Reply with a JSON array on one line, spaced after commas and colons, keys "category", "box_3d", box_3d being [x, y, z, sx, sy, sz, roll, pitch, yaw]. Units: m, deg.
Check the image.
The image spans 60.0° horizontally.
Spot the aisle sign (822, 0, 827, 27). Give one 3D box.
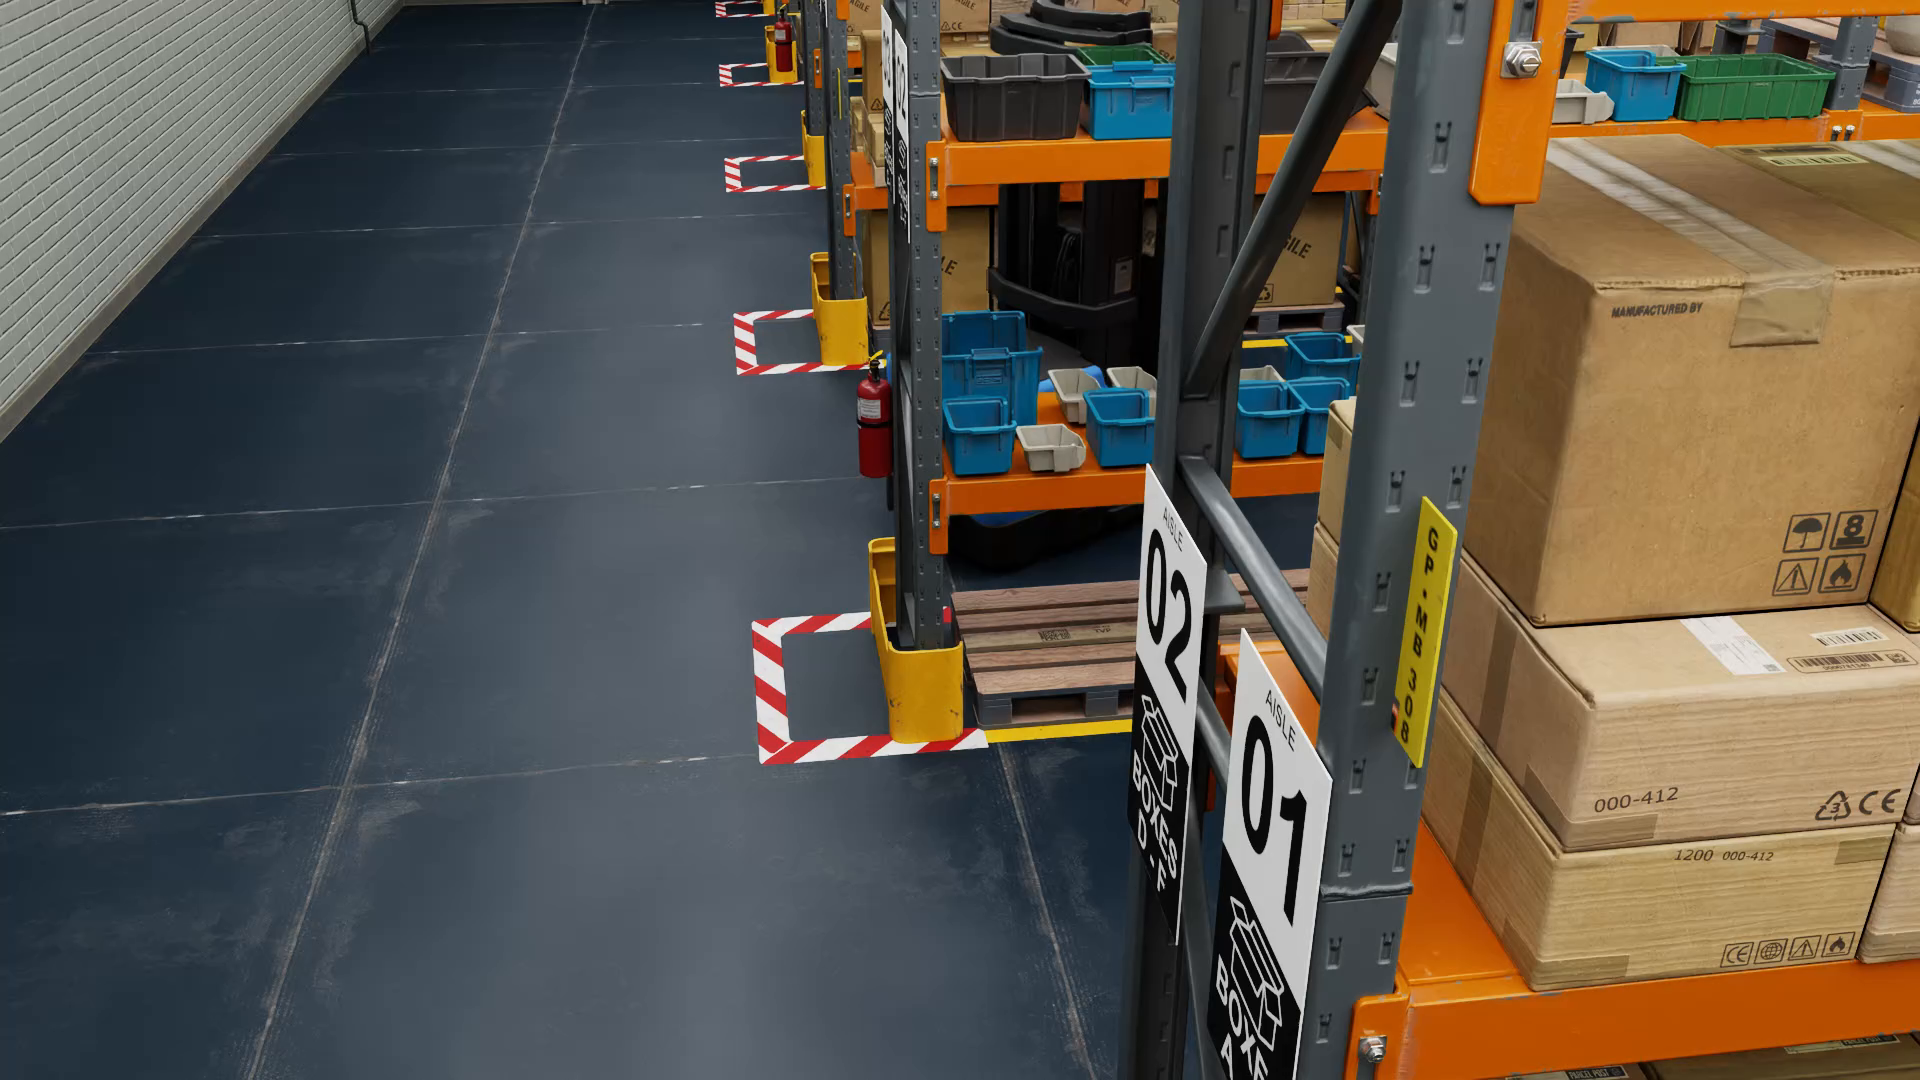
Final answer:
[{"category": "aisle sign", "box_3d": [-0.927, -3.904, 11.225, 0.004, 0.787, 0.394, -4, 27, -7]}]

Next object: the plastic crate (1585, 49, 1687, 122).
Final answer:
[{"category": "plastic crate", "box_3d": [2.896, -1.961, 7.183, 0.300, 0.233, 0.416, -4, 27, -7]}]

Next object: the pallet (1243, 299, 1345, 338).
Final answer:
[{"category": "pallet", "box_3d": [2.299, -1.888, 13.198, 1.213, 0.211, 1.003, -4, 27, -7]}]

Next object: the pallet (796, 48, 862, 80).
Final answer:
[{"category": "pallet", "box_3d": [-1.498, -6.213, 21.627, 1.213, 0.211, 1.003, -4, 27, -7]}]

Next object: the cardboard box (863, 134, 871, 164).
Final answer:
[{"category": "cardboard box", "box_3d": [-0.591, -2.947, 12.483, 0.250, 0.149, 0.380, -3, 27, -6]}]

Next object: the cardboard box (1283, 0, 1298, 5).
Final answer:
[{"category": "cardboard box", "box_3d": [3.183, -5.432, 16.541, 0.250, 0.149, 0.380, -4, 27, -8]}]

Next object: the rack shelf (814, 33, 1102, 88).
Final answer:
[{"category": "rack shelf", "box_3d": [0.492, -4.943, 16.886, 4.000, 0.370, 1.077, -4, 27, -7]}]

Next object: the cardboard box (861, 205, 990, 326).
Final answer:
[{"category": "cardboard box", "box_3d": [-0.275, -2.206, 12.630, 0.875, 0.875, 0.875, -4, 27, -7]}]

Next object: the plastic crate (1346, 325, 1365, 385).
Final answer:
[{"category": "plastic crate", "box_3d": [2.216, -0.863, 8.210, 0.530, 0.282, 0.437, -4, 27, -7]}]

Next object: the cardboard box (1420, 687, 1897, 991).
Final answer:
[{"category": "cardboard box", "box_3d": [1.023, 0.406, 2.552, 0.500, 0.250, 0.500, -4, 27, -7]}]

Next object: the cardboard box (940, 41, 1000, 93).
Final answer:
[{"category": "cardboard box", "box_3d": [0.110, -3.227, 11.770, 0.500, 0.500, 0.500, -4, 27, -8]}]

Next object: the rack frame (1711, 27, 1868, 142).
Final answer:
[{"category": "rack frame", "box_3d": [3.753, -0.903, 8.223, 0.127, 3.000, 1.000, -4, 27, -7]}]

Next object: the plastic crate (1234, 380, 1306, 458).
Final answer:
[{"category": "plastic crate", "box_3d": [1.386, -0.551, 7.656, 0.300, 0.233, 0.416, -4, 27, -7]}]

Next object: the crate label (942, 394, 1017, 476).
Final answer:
[{"category": "crate label", "box_3d": [0.083, -0.467, 7.493, 0.303, 0.233, 0.416, -4, 27, -7]}]

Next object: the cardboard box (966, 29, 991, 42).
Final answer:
[{"category": "cardboard box", "box_3d": [0.156, -5.012, 16.507, 0.250, 0.149, 0.380, -4, 27, -8]}]

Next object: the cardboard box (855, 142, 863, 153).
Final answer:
[{"category": "cardboard box", "box_3d": [-0.925, -3.943, 16.812, 0.250, 0.149, 0.380, -3, 27, -6]}]

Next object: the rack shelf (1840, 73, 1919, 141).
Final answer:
[{"category": "rack shelf", "box_3d": [5.734, -2.044, 7.951, 4.000, 0.370, 1.077, -4, 27, -7]}]

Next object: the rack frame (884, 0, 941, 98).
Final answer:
[{"category": "rack frame", "box_3d": [-0.208, -3.317, 6.358, 0.127, 3.000, 1.000, -4, 27, -7]}]

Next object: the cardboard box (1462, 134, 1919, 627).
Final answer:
[{"category": "cardboard box", "box_3d": [0.985, -0.273, 2.505, 0.500, 0.500, 0.700, -4, 27, -7]}]

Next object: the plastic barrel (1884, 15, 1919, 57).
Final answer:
[{"category": "plastic barrel", "box_3d": [4.309, -2.405, 7.256, 0.433, 0.535, 0.433, 0, 27, 0]}]

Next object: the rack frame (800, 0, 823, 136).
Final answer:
[{"category": "rack frame", "box_3d": [-1.489, -5.136, 16.474, 0.127, 3.000, 1.000, -4, 27, -7]}]

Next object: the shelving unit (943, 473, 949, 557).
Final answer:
[{"category": "shelving unit", "box_3d": [-0.219, -0.318, 9.384, 0.210, 0.900, 0.258, -20, 33, -34]}]

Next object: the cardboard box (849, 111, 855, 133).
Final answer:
[{"category": "cardboard box", "box_3d": [-1.006, -4.349, 17.278, 0.250, 0.149, 0.380, -4, 27, -8]}]

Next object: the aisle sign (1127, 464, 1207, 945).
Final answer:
[{"category": "aisle sign", "box_3d": [0.368, 0.300, 3.031, 0.004, 0.787, 0.394, -4, 27, -7]}]

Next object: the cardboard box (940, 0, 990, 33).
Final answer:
[{"category": "cardboard box", "box_3d": [0.008, -5.287, 16.334, 0.500, 0.500, 0.500, -3, 27, -6]}]

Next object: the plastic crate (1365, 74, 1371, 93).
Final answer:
[{"category": "plastic crate", "box_3d": [1.804, -2.109, 7.578, 0.530, 0.136, 0.437, -4, 27, -7]}]

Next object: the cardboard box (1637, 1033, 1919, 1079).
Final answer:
[{"category": "cardboard box", "box_3d": [1.471, 1.156, 3.006, 0.500, 0.500, 0.500, -3, 27, -7]}]

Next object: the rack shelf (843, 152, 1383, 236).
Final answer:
[{"category": "rack shelf", "box_3d": [1.083, -2.694, 12.504, 4.000, 0.370, 1.077, -4, 27, -7]}]

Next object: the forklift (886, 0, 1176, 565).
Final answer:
[{"category": "forklift", "box_3d": [1.026, -1.697, 9.847, 3.031, 2.935, 1.130, -20, 33, -34]}]

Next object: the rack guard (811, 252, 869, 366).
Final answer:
[{"category": "rack guard", "box_3d": [-0.922, -1.774, 12.659, 0.348, 0.500, 1.175, -4, 27, -7]}]

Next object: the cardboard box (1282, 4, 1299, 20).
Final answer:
[{"category": "cardboard box", "box_3d": [3.200, -5.303, 16.614, 0.250, 0.149, 0.380, -3, 27, -6]}]

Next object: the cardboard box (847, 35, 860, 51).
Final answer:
[{"category": "cardboard box", "box_3d": [-1.122, -4.897, 16.283, 0.250, 0.149, 0.380, -4, 27, -8]}]

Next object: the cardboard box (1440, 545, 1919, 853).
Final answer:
[{"category": "cardboard box", "box_3d": [1.024, 0.186, 2.433, 0.500, 0.250, 0.500, -4, 27, -7]}]

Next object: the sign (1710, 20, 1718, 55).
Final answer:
[{"category": "sign", "box_3d": [3.679, -2.490, 8.022, 0.005, 0.325, 0.100, -4, 27, -7]}]

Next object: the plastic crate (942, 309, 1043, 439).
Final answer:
[{"category": "plastic crate", "box_3d": [0.098, -0.796, 7.912, 0.499, 0.435, 0.616, -4, 27, -7]}]

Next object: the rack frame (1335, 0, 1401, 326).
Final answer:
[{"category": "rack frame", "box_3d": [3.063, -3.142, 12.587, 0.127, 3.000, 1.000, -4, 27, -7]}]

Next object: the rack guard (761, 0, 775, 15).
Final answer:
[{"category": "rack guard", "box_3d": [-2.898, -8.504, 25.775, 0.348, 0.500, 1.175, -4, 27, -7]}]

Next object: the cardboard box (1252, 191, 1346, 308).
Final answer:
[{"category": "cardboard box", "box_3d": [2.399, -2.377, 12.965, 0.875, 0.875, 0.875, -4, 27, -7]}]

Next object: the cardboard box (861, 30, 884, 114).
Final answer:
[{"category": "cardboard box", "box_3d": [-0.452, -3.436, 12.178, 0.500, 0.500, 0.500, -3, 27, -6]}]

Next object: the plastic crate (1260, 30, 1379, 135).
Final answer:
[{"category": "plastic crate", "box_3d": [1.343, -1.928, 7.004, 0.767, 0.338, 0.504, -4, 27, -7]}]

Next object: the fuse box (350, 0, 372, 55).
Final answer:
[{"category": "fuse box", "box_3d": [-8.007, -7.384, 22.266, 0.414, 1.711, 0.539, -4, 27, -7]}]

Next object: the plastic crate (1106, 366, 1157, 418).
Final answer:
[{"category": "plastic crate", "box_3d": [0.864, -0.703, 8.058, 0.243, 0.136, 0.396, -4, 27, -7]}]

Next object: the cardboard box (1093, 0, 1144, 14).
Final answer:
[{"category": "cardboard box", "box_3d": [1.518, -5.376, 16.507, 0.500, 0.500, 0.500, -4, 27, -9]}]

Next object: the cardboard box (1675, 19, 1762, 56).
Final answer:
[{"category": "cardboard box", "box_3d": [5.652, -3.808, 12.677, 0.637, 0.503, 0.797, -3, 27, -6]}]

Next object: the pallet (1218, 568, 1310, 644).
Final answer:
[{"category": "pallet", "box_3d": [1.820, 0.481, 8.581, 1.213, 0.211, 1.003, -4, 27, -7]}]
